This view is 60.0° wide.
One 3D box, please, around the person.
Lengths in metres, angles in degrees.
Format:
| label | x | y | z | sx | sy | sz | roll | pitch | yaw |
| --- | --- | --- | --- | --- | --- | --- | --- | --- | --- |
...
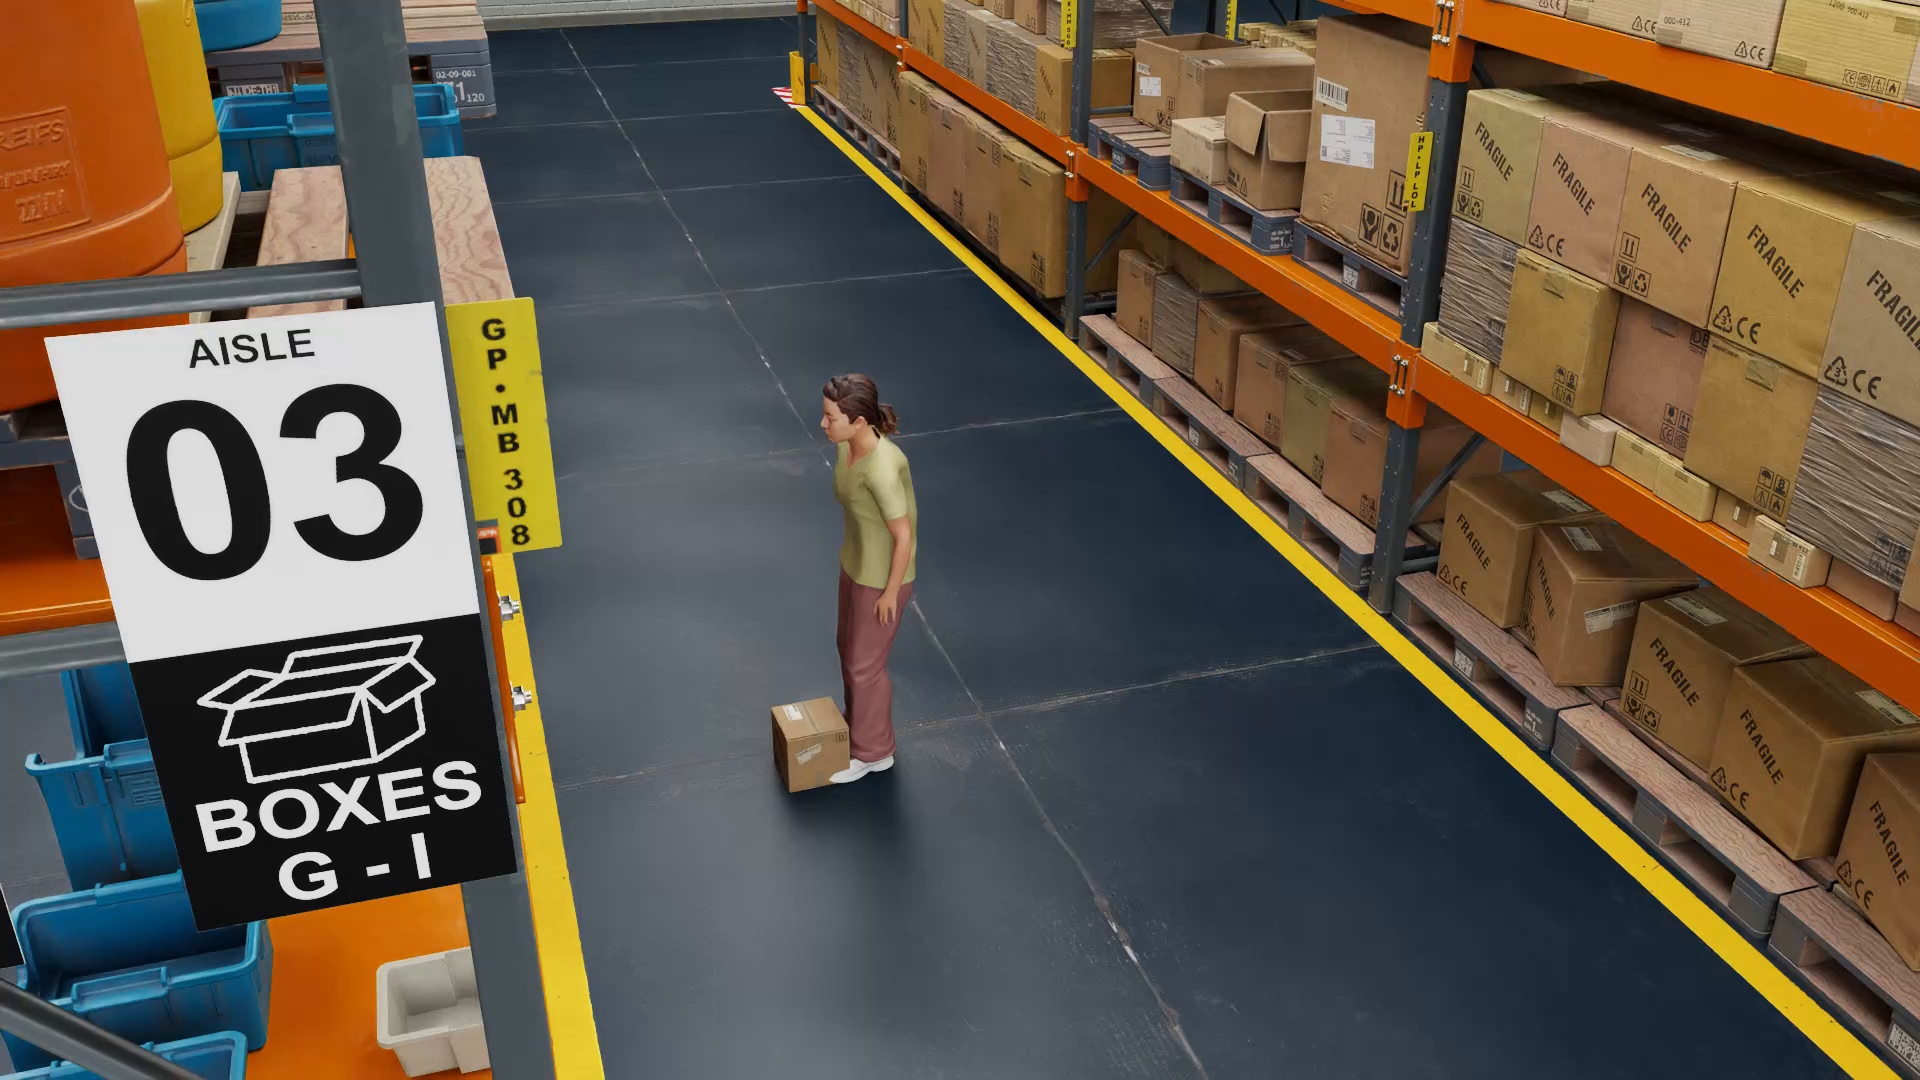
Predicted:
| label | x | y | z | sx | sy | sz | roll | pitch | yaw |
| --- | --- | --- | --- | --- | --- | --- | --- | --- | --- |
| person | -0.382 | 0.139 | 6.337 | 0.417 | 1.671 | 0.519 | -10 | 28 | -19 |
